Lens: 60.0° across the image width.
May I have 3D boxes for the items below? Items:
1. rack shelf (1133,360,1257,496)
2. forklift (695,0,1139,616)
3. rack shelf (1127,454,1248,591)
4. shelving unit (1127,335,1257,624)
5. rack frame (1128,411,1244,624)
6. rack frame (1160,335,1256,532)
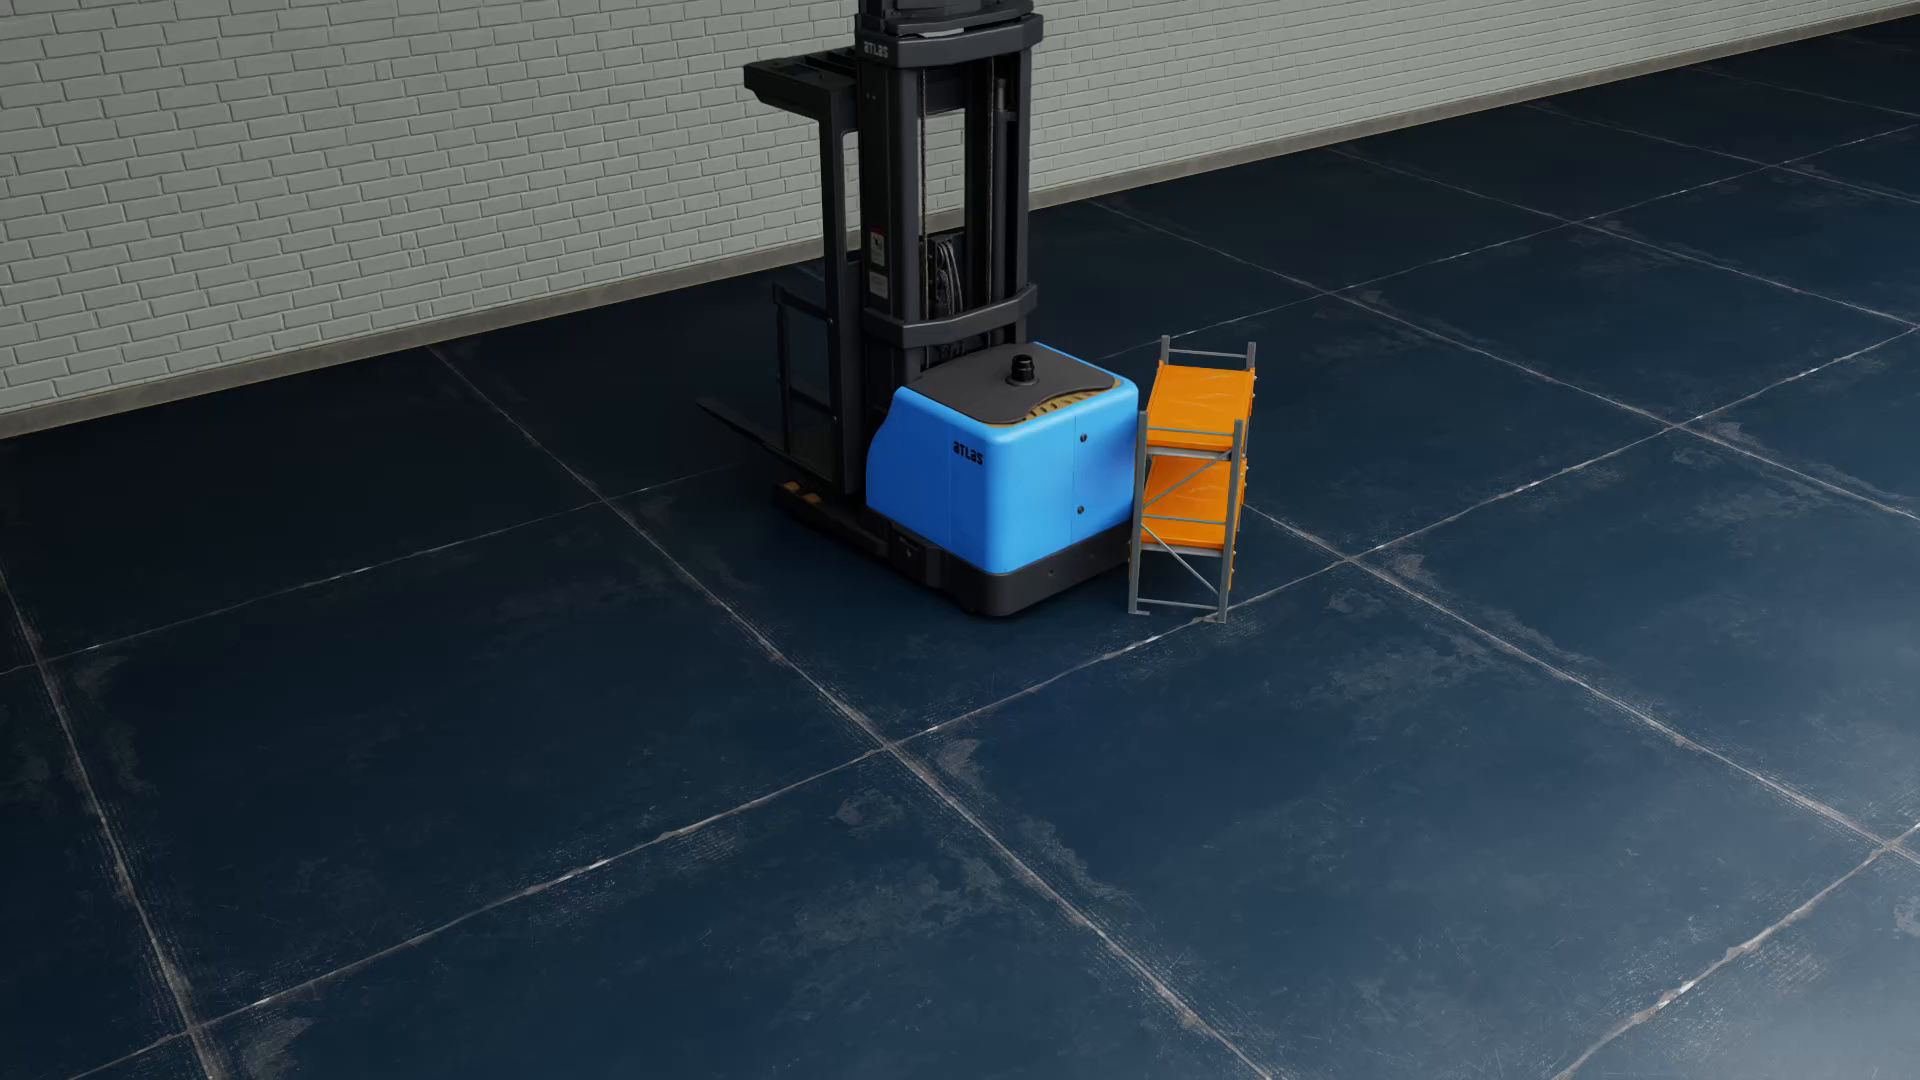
[{"bbox_3d":[1.217,-0.593,8.550,0.538,0.278,1.000,6,29,11],"label":"rack shelf"},{"bbox_3d":[-0.416,-1.527,8.990,1.130,2.935,3.031,-23,36,-35],"label":"forklift"},{"bbox_3d":[1.217,-0.121,8.806,0.538,0.278,1.000,6,29,11],"label":"rack shelf"},{"bbox_3d":[1.217,-0.336,8.689,0.538,1.125,1.048,6,29,11],"label":"shelving unit"},{"bbox_3d":[1.110,-0.099,8.253,0.500,1.125,0.032,6,29,11],"label":"rack frame"},{"bbox_3d":[1.324,-0.573,9.126,0.500,1.125,0.032,6,29,11],"label":"rack frame"}]
